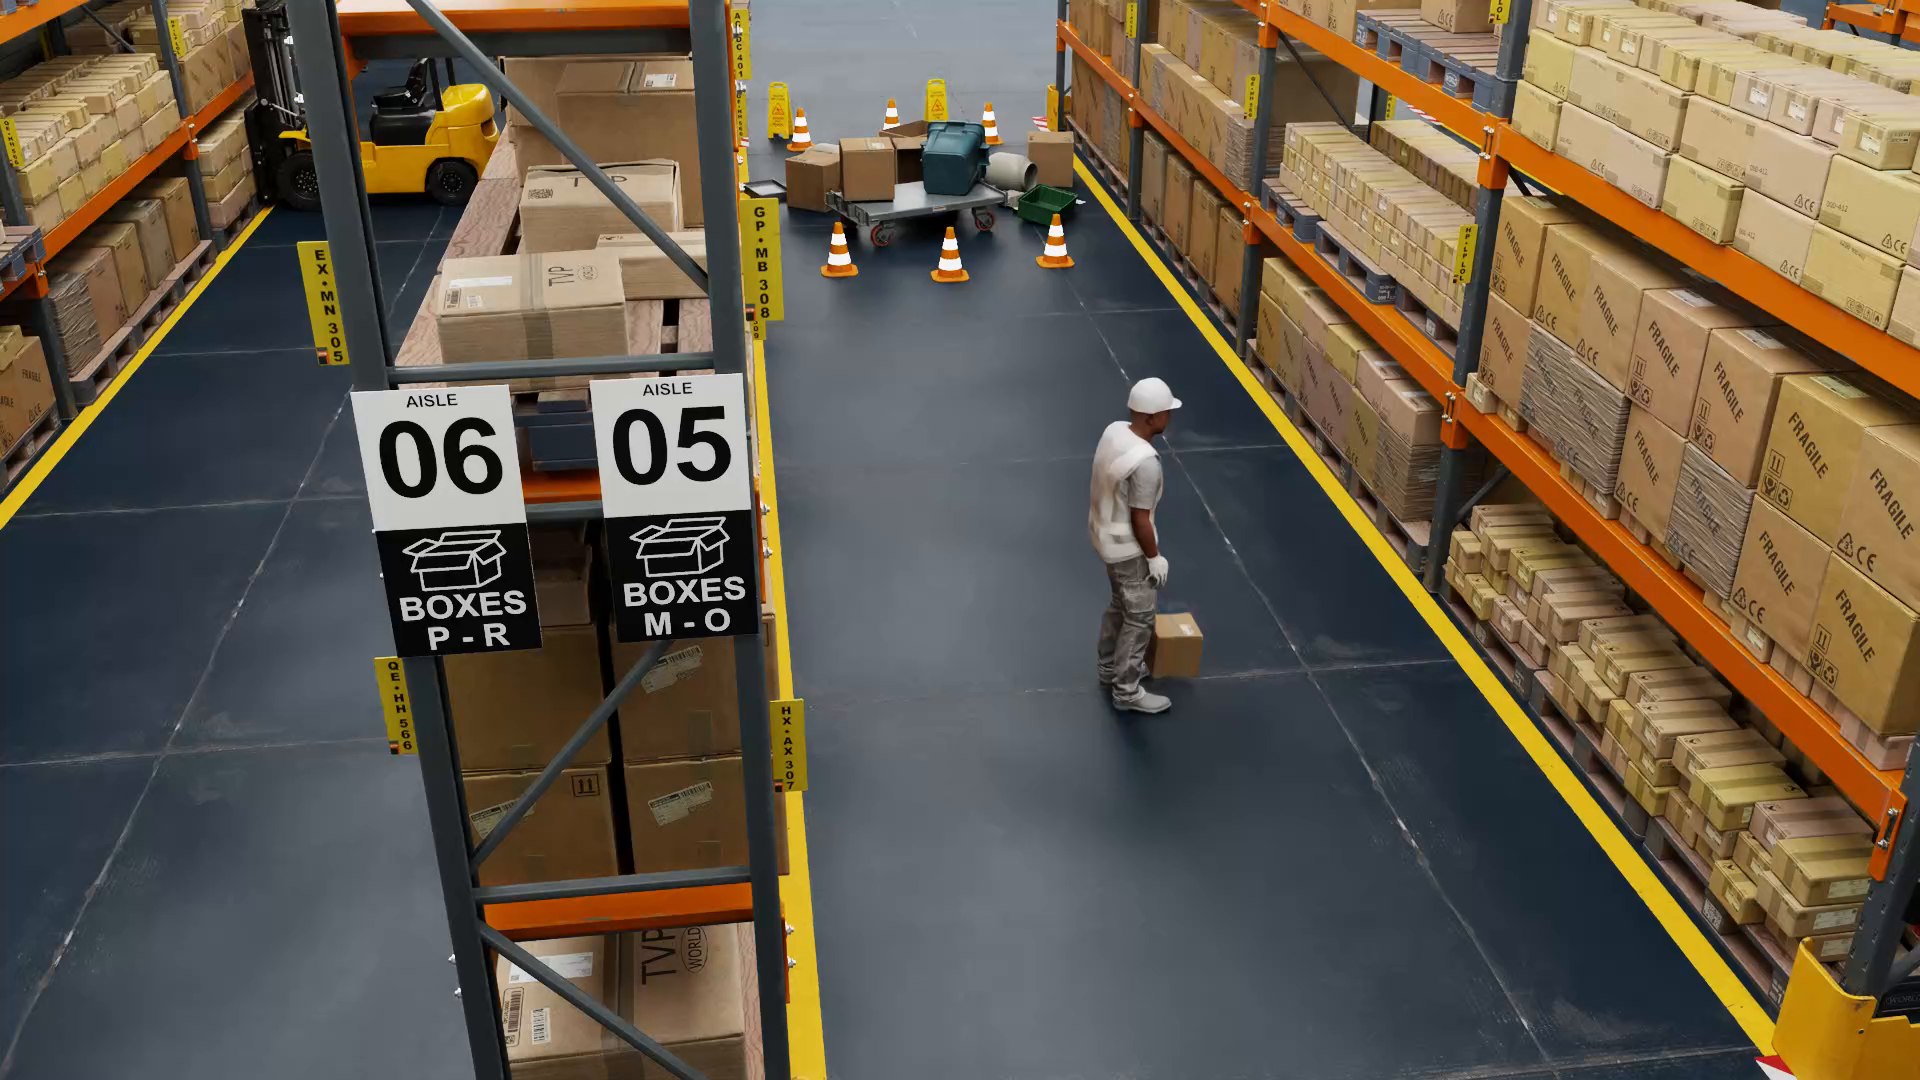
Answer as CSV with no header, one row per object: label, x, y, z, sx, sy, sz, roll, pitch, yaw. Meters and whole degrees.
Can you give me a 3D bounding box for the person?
person,0.891,0.015,8.574,0.434,1.776,0.590,-4,27,-9
